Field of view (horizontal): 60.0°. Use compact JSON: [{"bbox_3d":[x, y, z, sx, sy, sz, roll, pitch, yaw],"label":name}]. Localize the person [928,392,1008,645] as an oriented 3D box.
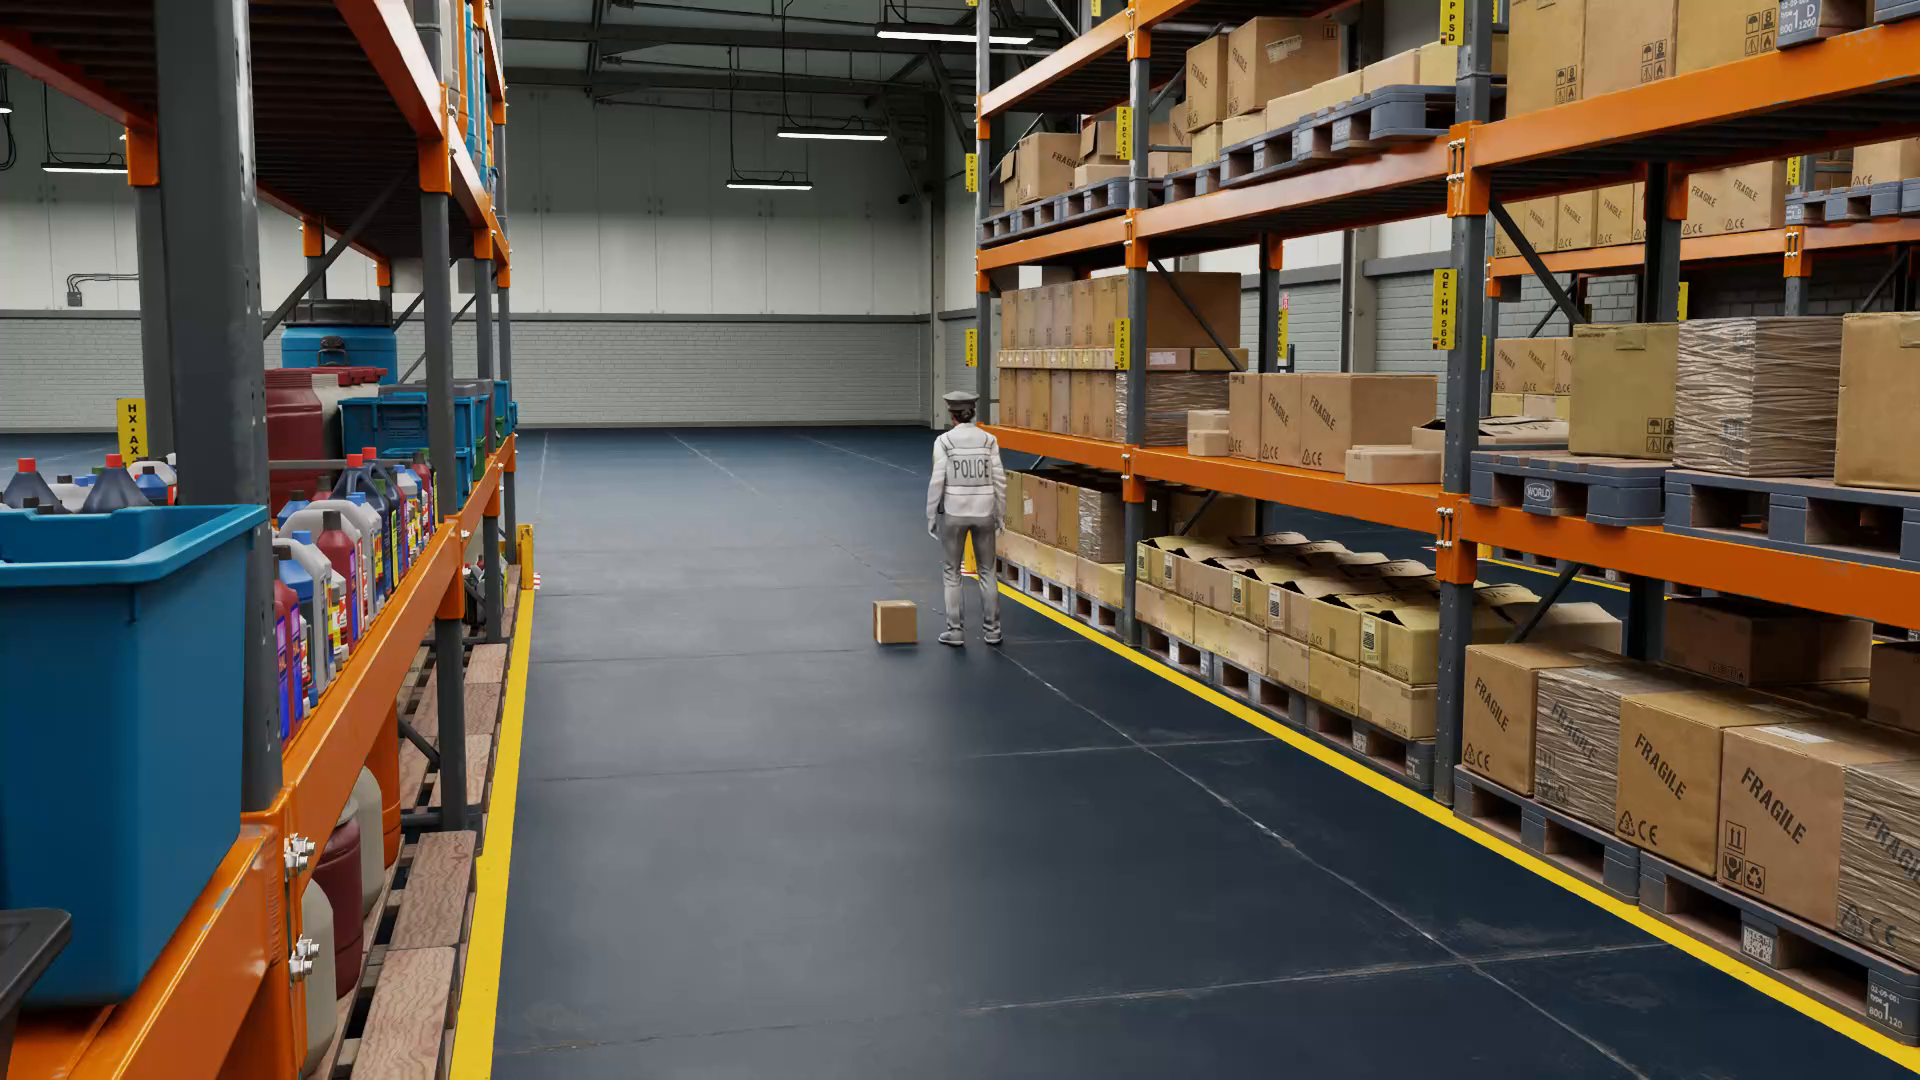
[{"bbox_3d":[0.049,-0.140,10.949,0.529,1.663,0.376,-1,6,-13],"label":"person"}]
